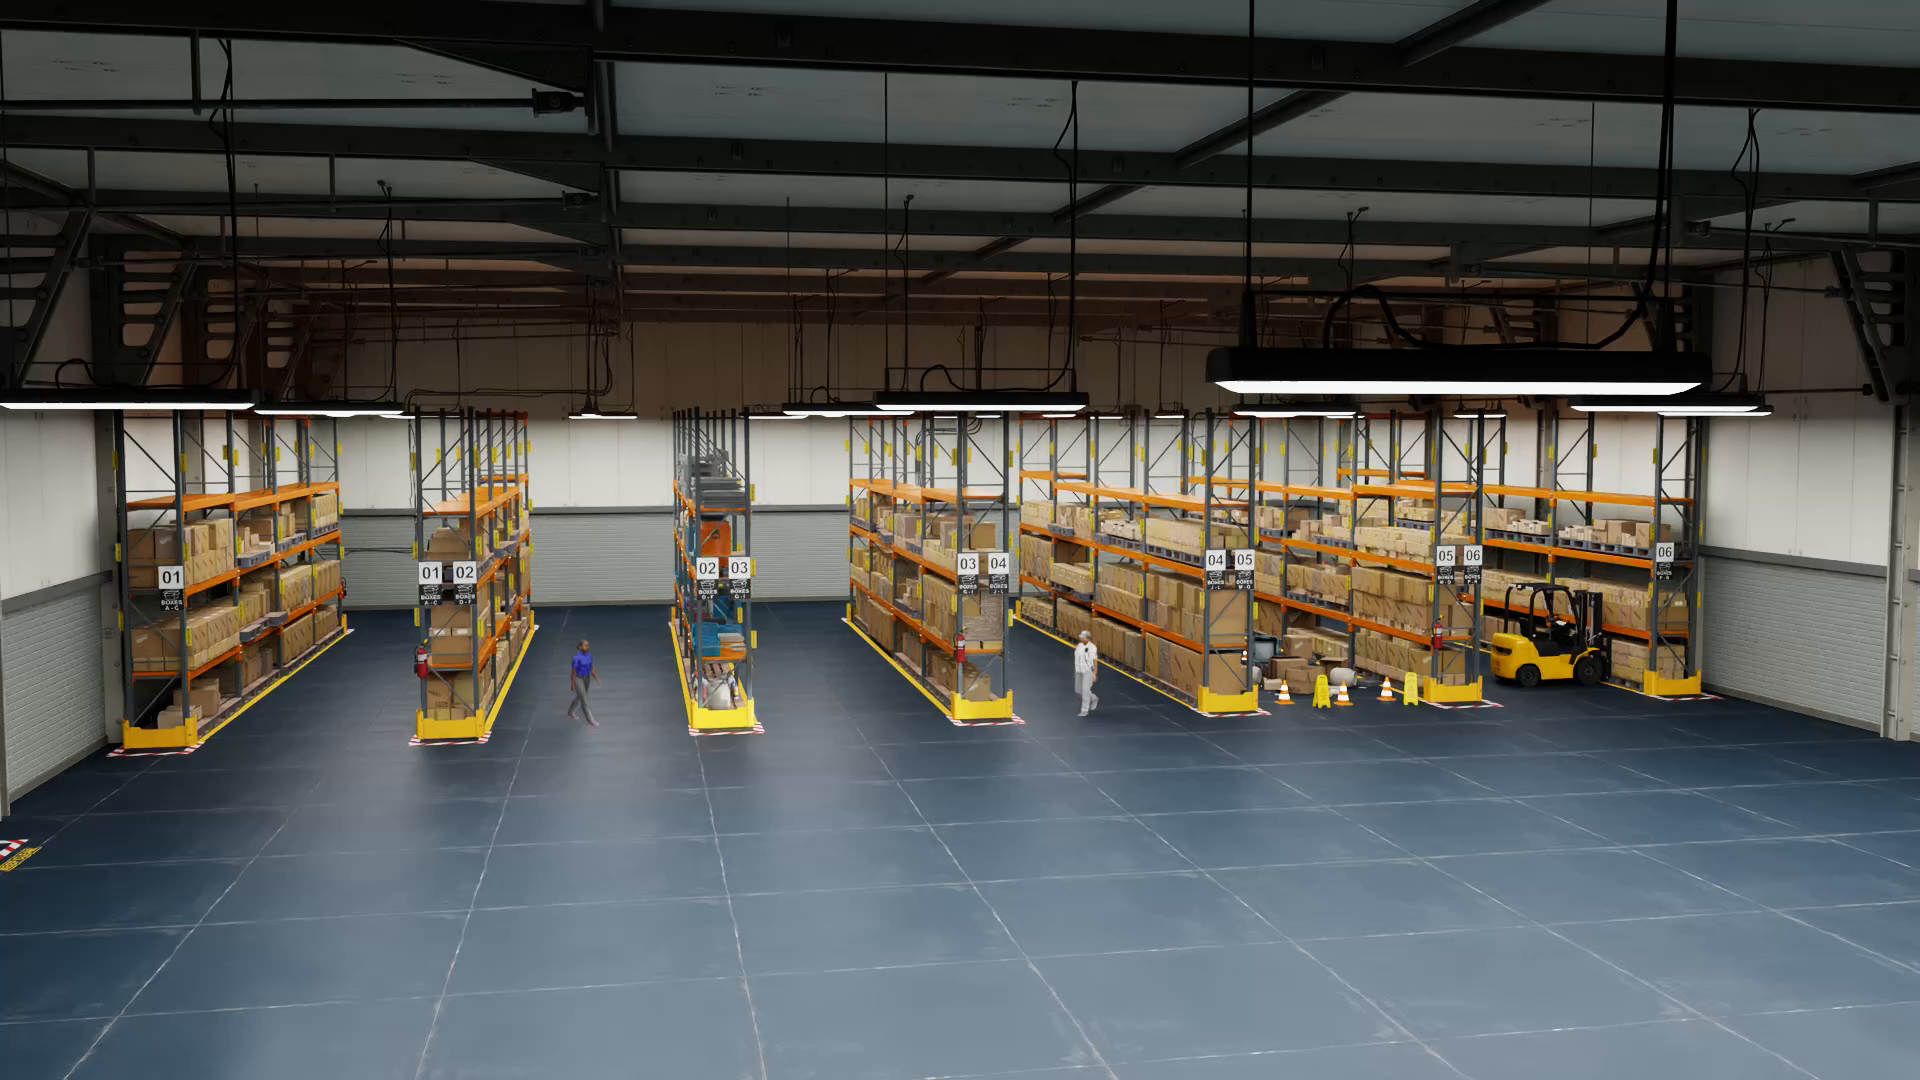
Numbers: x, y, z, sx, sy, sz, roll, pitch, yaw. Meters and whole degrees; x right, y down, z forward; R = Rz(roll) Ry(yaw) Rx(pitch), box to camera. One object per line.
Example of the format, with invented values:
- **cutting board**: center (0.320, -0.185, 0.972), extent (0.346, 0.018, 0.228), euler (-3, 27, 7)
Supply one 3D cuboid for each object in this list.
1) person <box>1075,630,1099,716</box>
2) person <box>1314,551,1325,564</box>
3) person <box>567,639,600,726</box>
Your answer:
- **person**: center (2.476, 2.579, 32.511), extent (0.757, 1.642, 0.531), euler (-4, 6, -43)
- **person**: center (11.244, 1.162, 52.115), extent (0.986, 1.676, 0.530), euler (-1, 4, -16)
- **person**: center (-7.116, 2.661, 31.423), extent (1.064, 1.581, 0.521), euler (3, 5, 37)
